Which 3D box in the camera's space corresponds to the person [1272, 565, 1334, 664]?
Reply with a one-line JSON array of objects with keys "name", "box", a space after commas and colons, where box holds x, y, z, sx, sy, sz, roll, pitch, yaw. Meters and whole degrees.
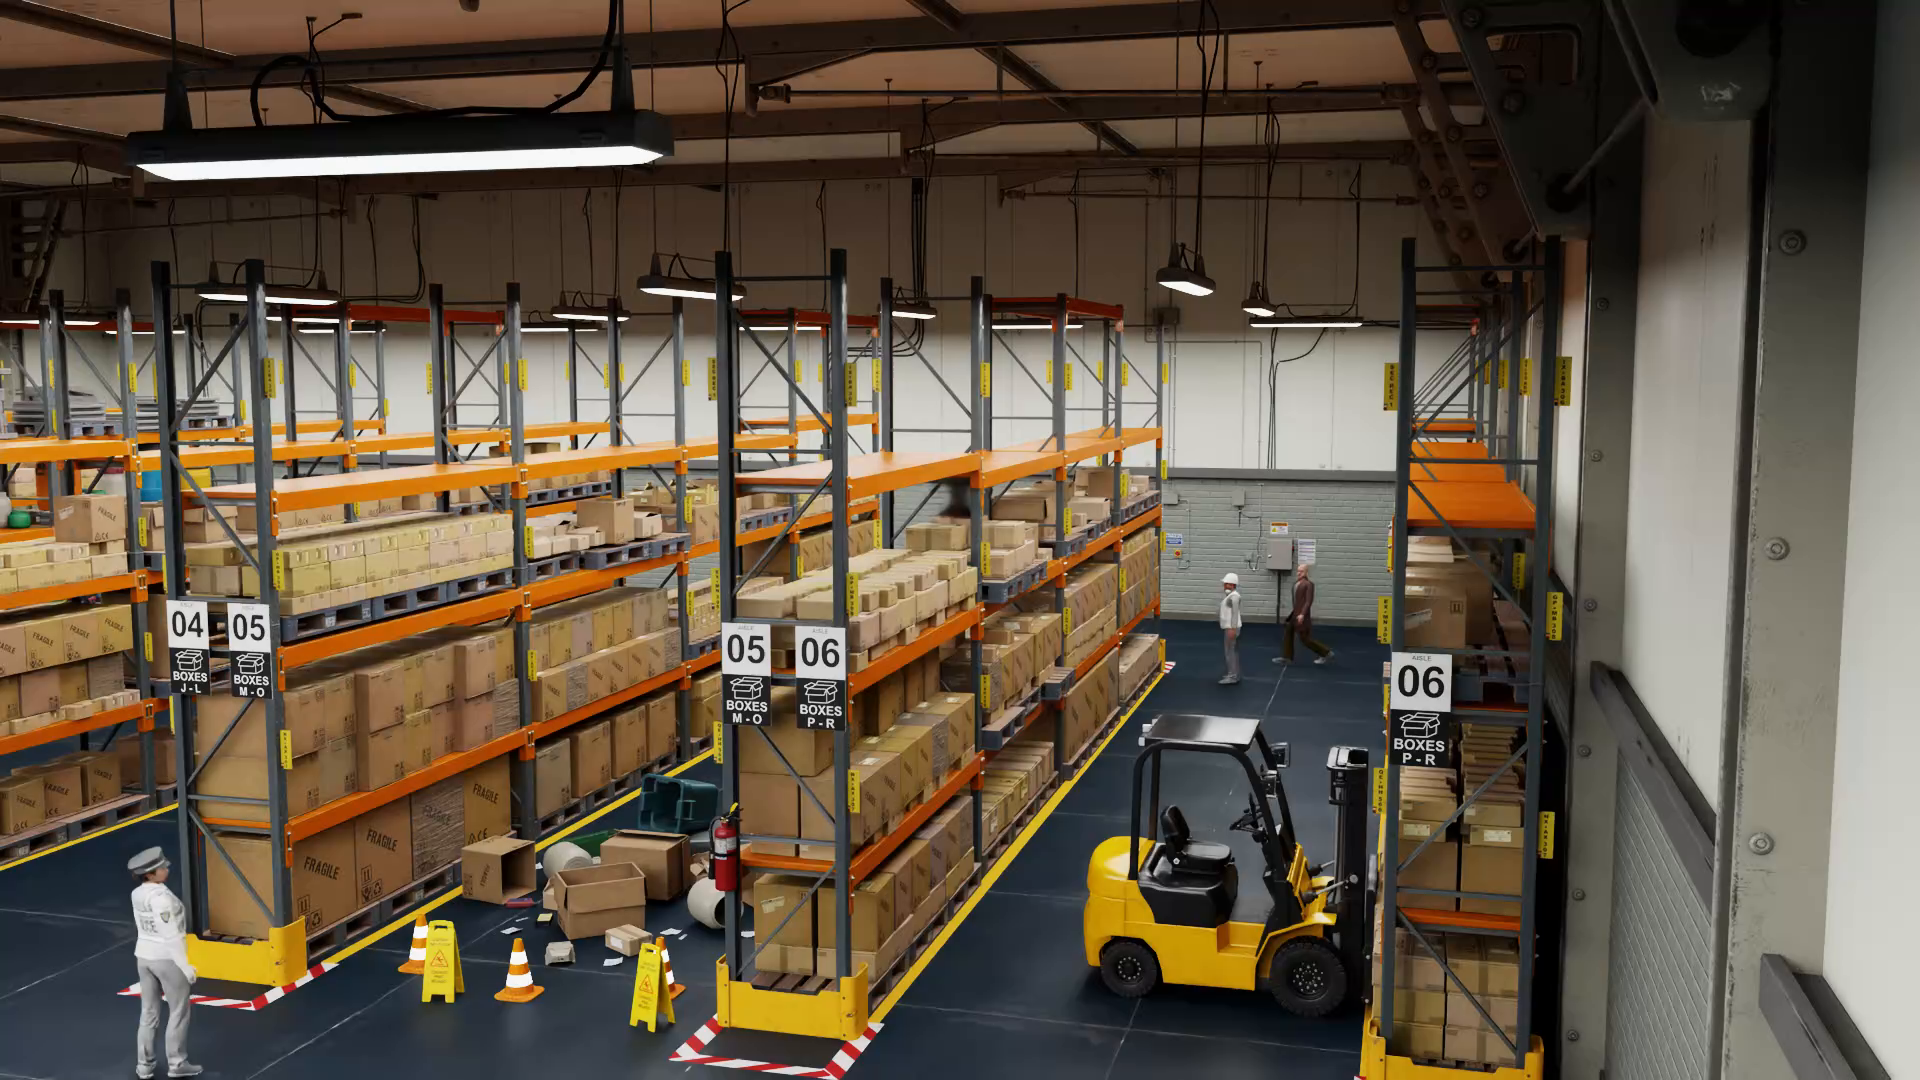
[{"name": "person", "box": [5.887, 1.291, 28.478, 1.050, 1.720, 0.627, 1, 6, 12]}]

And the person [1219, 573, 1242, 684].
[{"name": "person", "box": [4.384, 1.423, 26.998, 0.361, 1.780, 0.604, 0, 6, 5]}]

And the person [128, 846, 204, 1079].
[{"name": "person", "box": [-5.753, 3.065, 12.032, 0.548, 1.719, 0.391, 3, 7, 26]}]
